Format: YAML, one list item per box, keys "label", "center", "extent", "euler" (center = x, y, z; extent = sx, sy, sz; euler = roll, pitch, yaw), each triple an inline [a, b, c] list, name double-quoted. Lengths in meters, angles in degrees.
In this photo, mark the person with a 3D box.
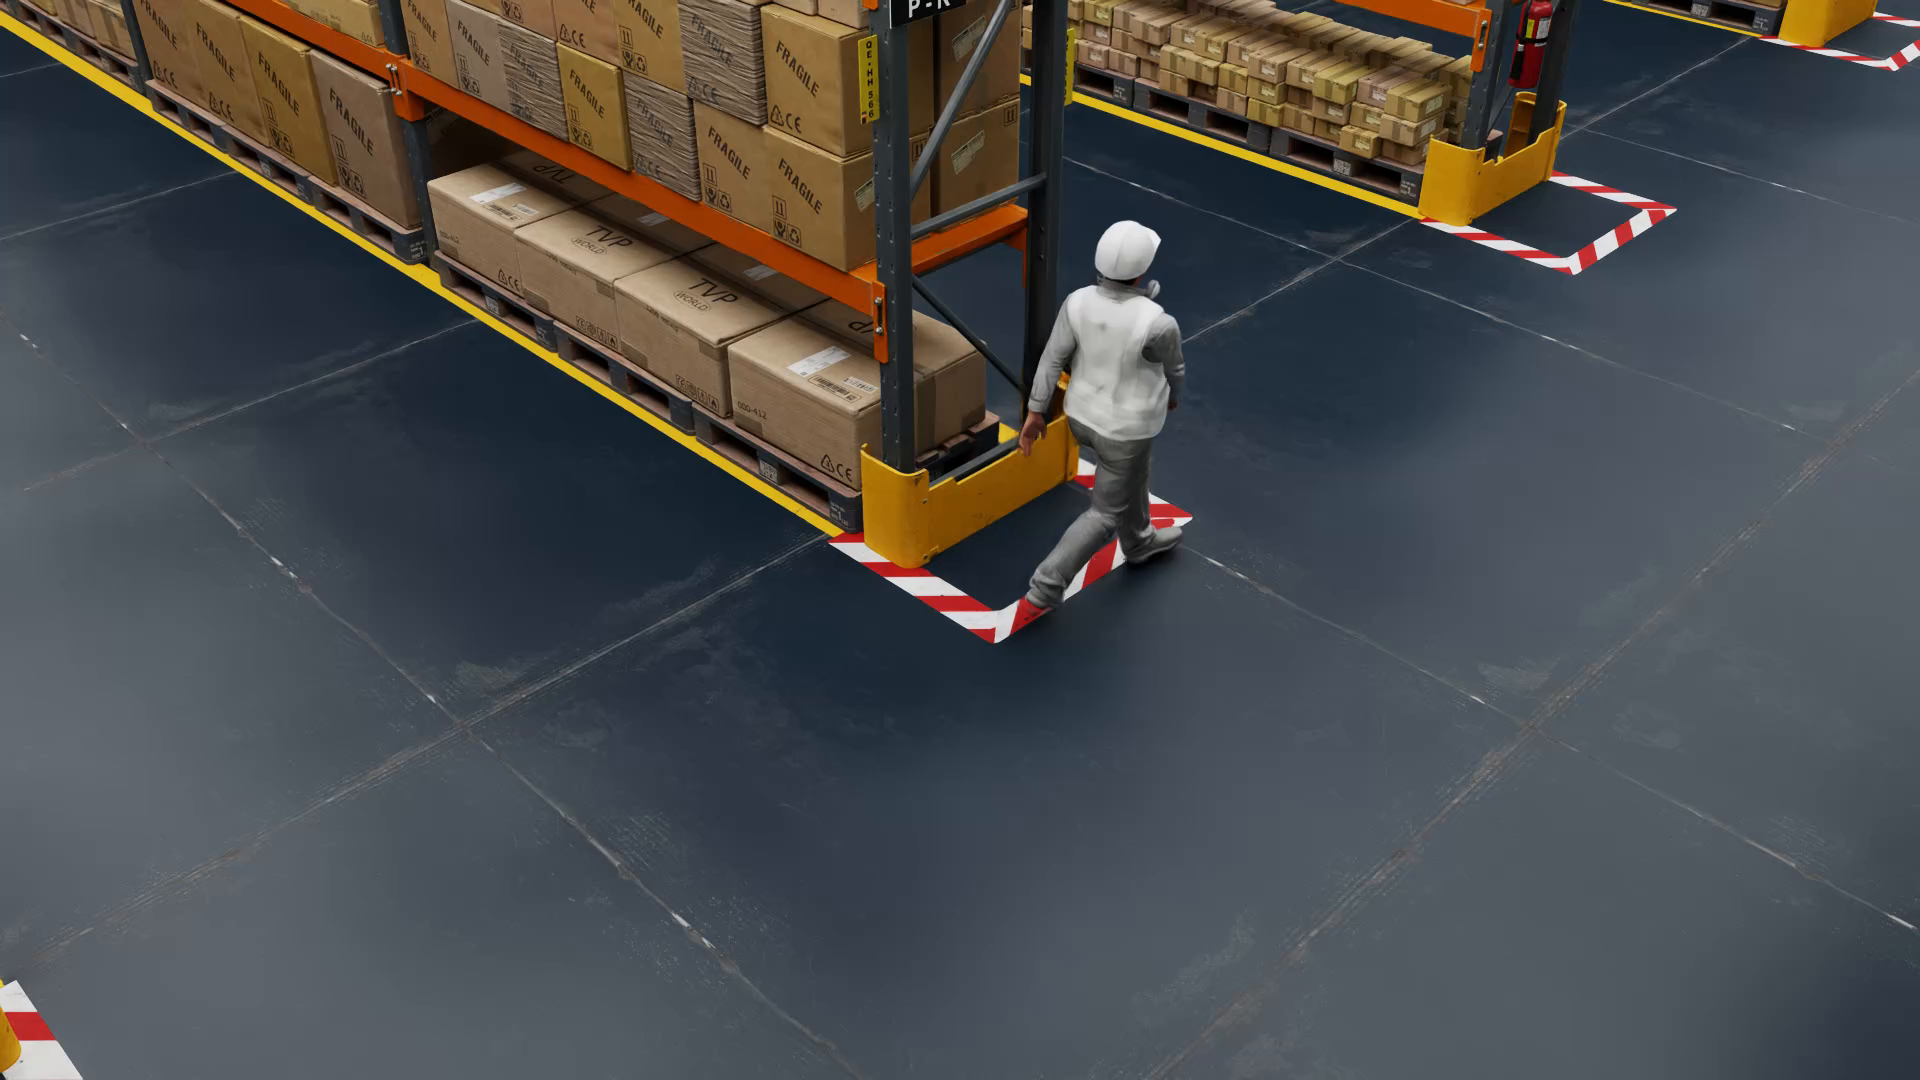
- label: "person"
  center: [0.618, -0.514, 6.870]
  extent: [0.999, 1.728, 0.514]
  euler: [-28, 44, -33]
